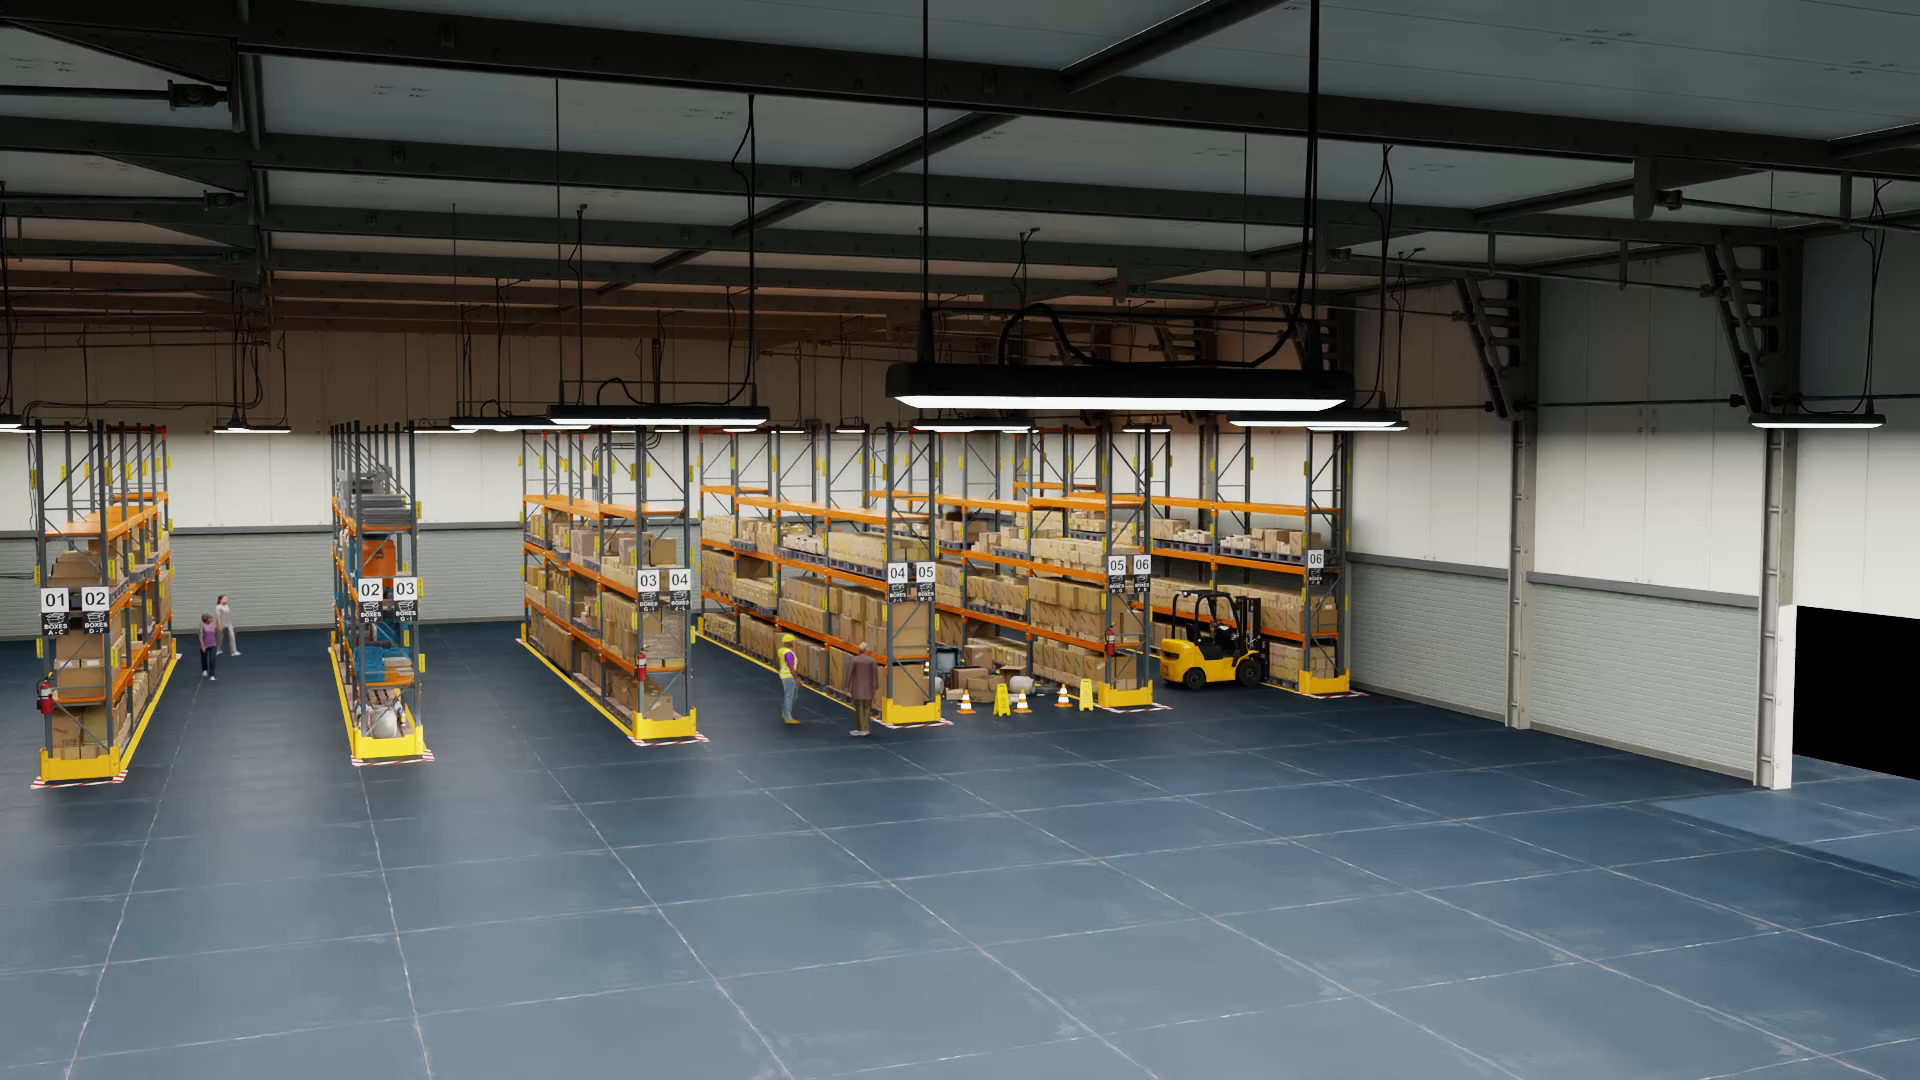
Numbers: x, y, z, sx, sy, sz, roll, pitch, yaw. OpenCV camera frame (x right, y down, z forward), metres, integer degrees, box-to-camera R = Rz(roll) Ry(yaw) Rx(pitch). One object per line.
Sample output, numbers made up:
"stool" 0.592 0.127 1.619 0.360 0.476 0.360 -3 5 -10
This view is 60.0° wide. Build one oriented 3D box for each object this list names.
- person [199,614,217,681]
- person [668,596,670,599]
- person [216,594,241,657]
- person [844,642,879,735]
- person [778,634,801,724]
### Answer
"person" -17.645 2.496 39.016 0.386 1.558 0.777 -2 4 -23
"person" -8.274 1.777 48.780 0.595 1.802 0.362 -1 4 -15
"person" -19.080 2.213 43.111 1.072 1.609 0.449 4 5 45
"person" -1.872 2.853 31.772 0.650 1.801 0.463 -1 4 -13
"person" -3.402 2.783 33.201 0.434 1.800 0.629 0 4 -8
